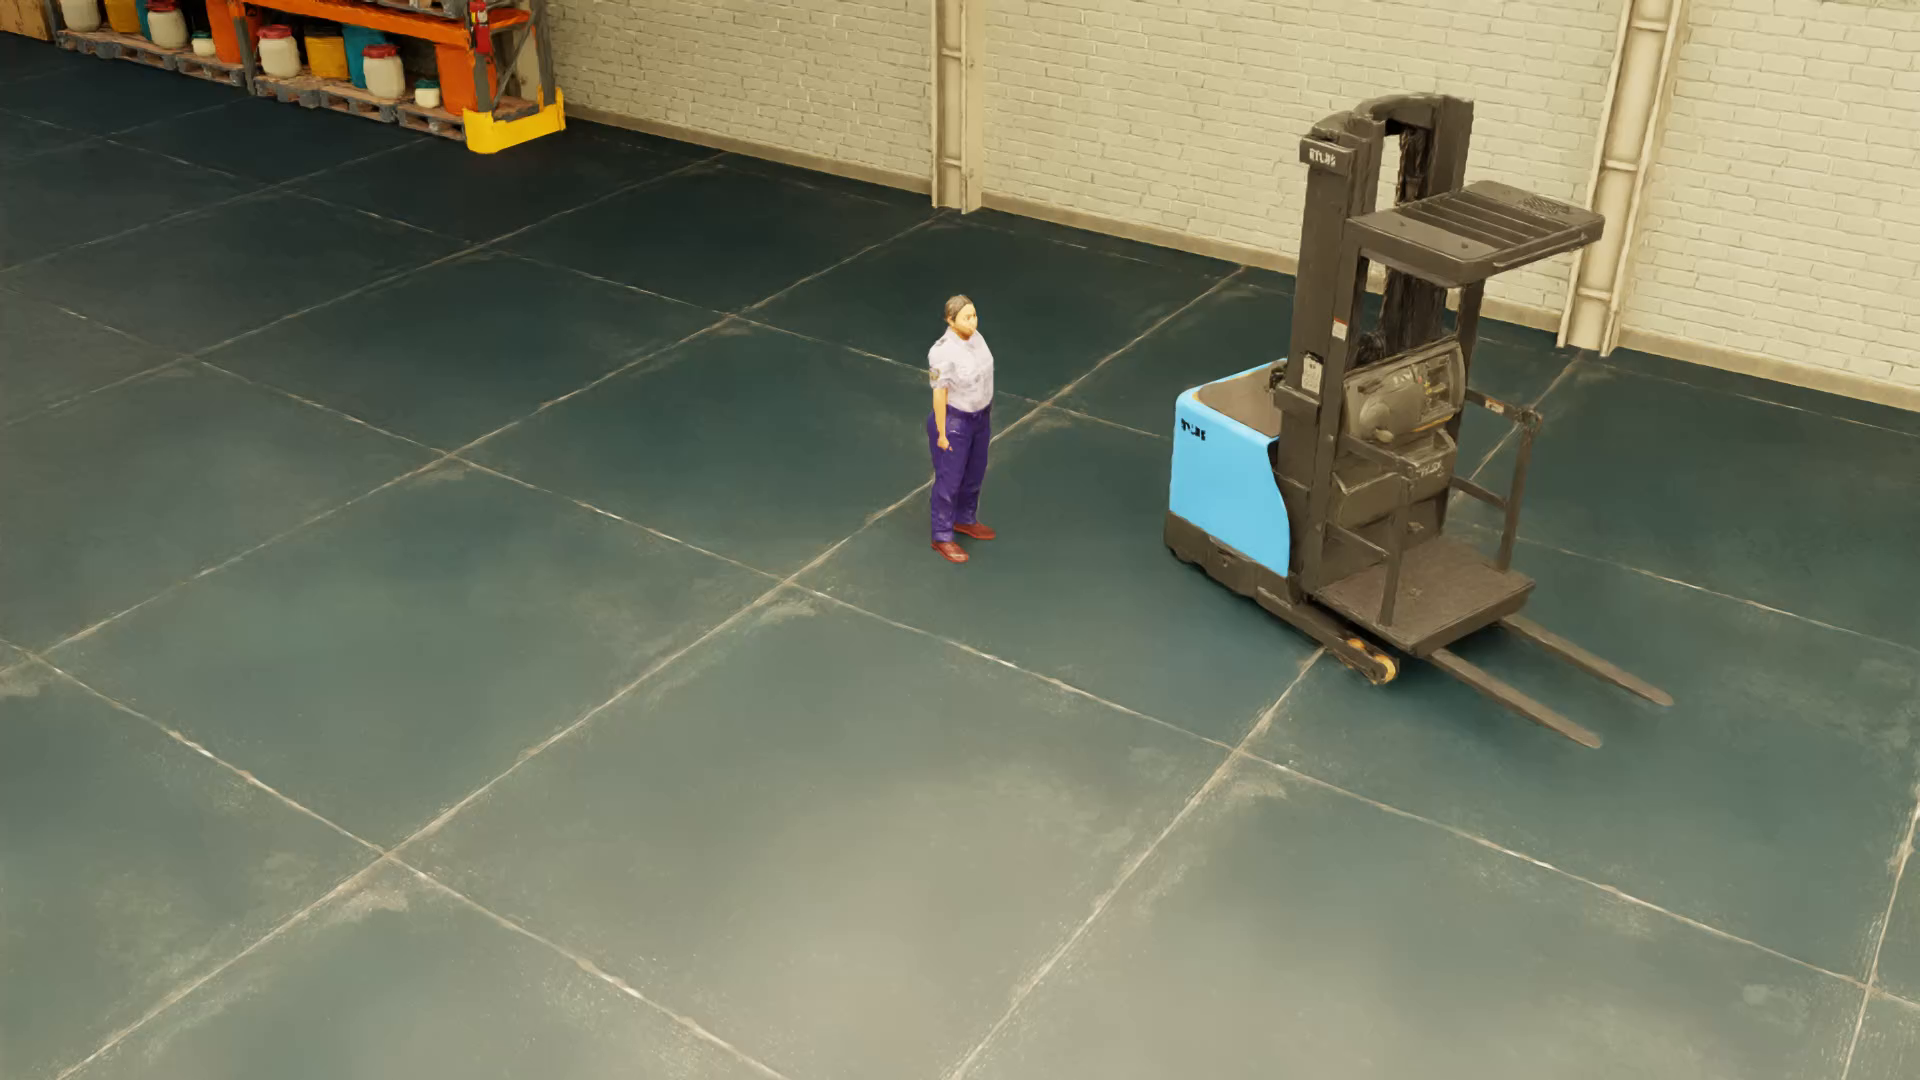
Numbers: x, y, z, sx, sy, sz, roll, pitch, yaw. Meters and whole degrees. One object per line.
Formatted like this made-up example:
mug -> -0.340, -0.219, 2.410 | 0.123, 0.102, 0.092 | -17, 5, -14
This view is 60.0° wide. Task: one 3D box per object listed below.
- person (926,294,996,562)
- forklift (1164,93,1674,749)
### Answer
person -> 0.008, -0.695, 10.079 | 0.349, 1.635, 0.480 | 19, 35, 29
forklift -> 2.542, -0.753, 8.877 | 1.130, 2.935, 3.031 | -20, 36, -31
